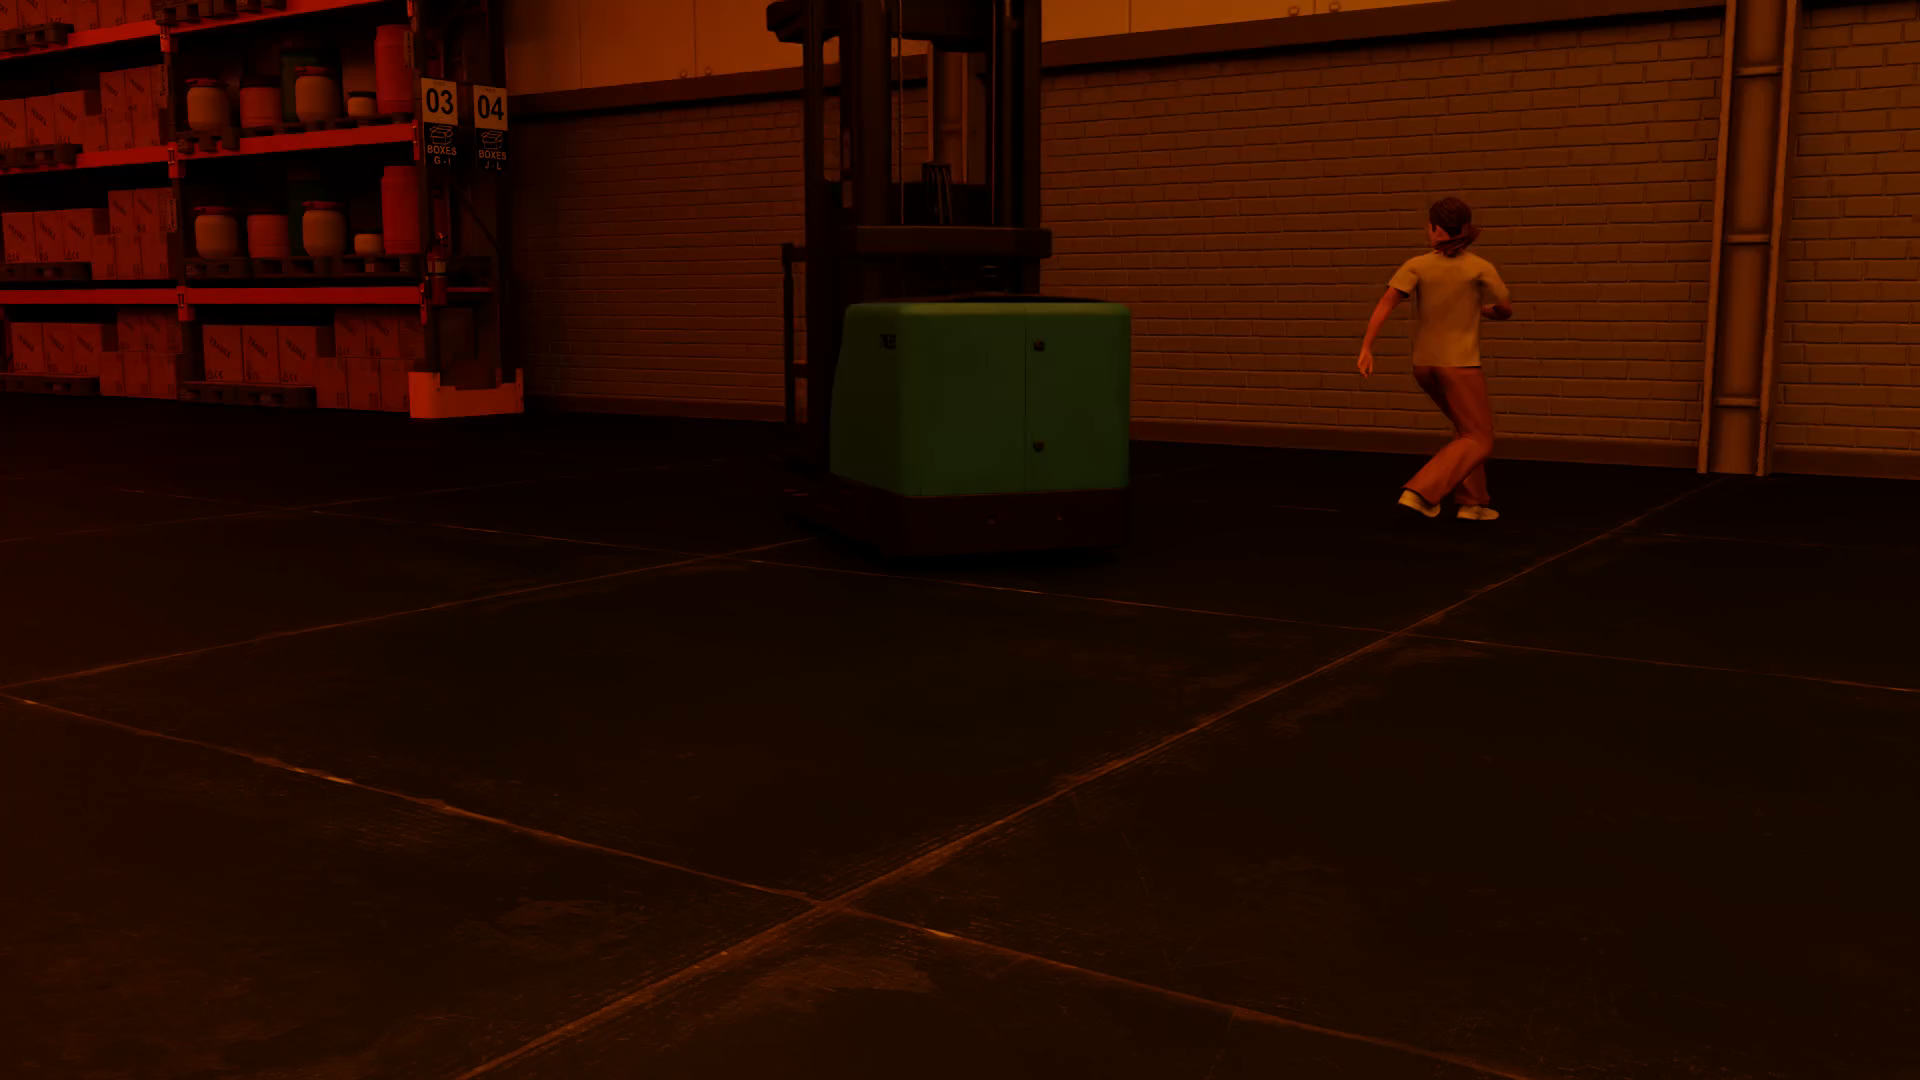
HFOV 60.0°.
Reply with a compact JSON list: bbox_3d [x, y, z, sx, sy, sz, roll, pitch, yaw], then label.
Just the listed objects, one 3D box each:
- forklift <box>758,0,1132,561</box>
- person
[{"bbox_3d":[-0.280,-1.535,7.990,1.130,2.935,3.031,-3,9,-21],"label":"forklift"},{"bbox_3d":[2.376,-0.857,8.090,0.836,1.593,0.495,-6,10,-36],"label":"person"}]
